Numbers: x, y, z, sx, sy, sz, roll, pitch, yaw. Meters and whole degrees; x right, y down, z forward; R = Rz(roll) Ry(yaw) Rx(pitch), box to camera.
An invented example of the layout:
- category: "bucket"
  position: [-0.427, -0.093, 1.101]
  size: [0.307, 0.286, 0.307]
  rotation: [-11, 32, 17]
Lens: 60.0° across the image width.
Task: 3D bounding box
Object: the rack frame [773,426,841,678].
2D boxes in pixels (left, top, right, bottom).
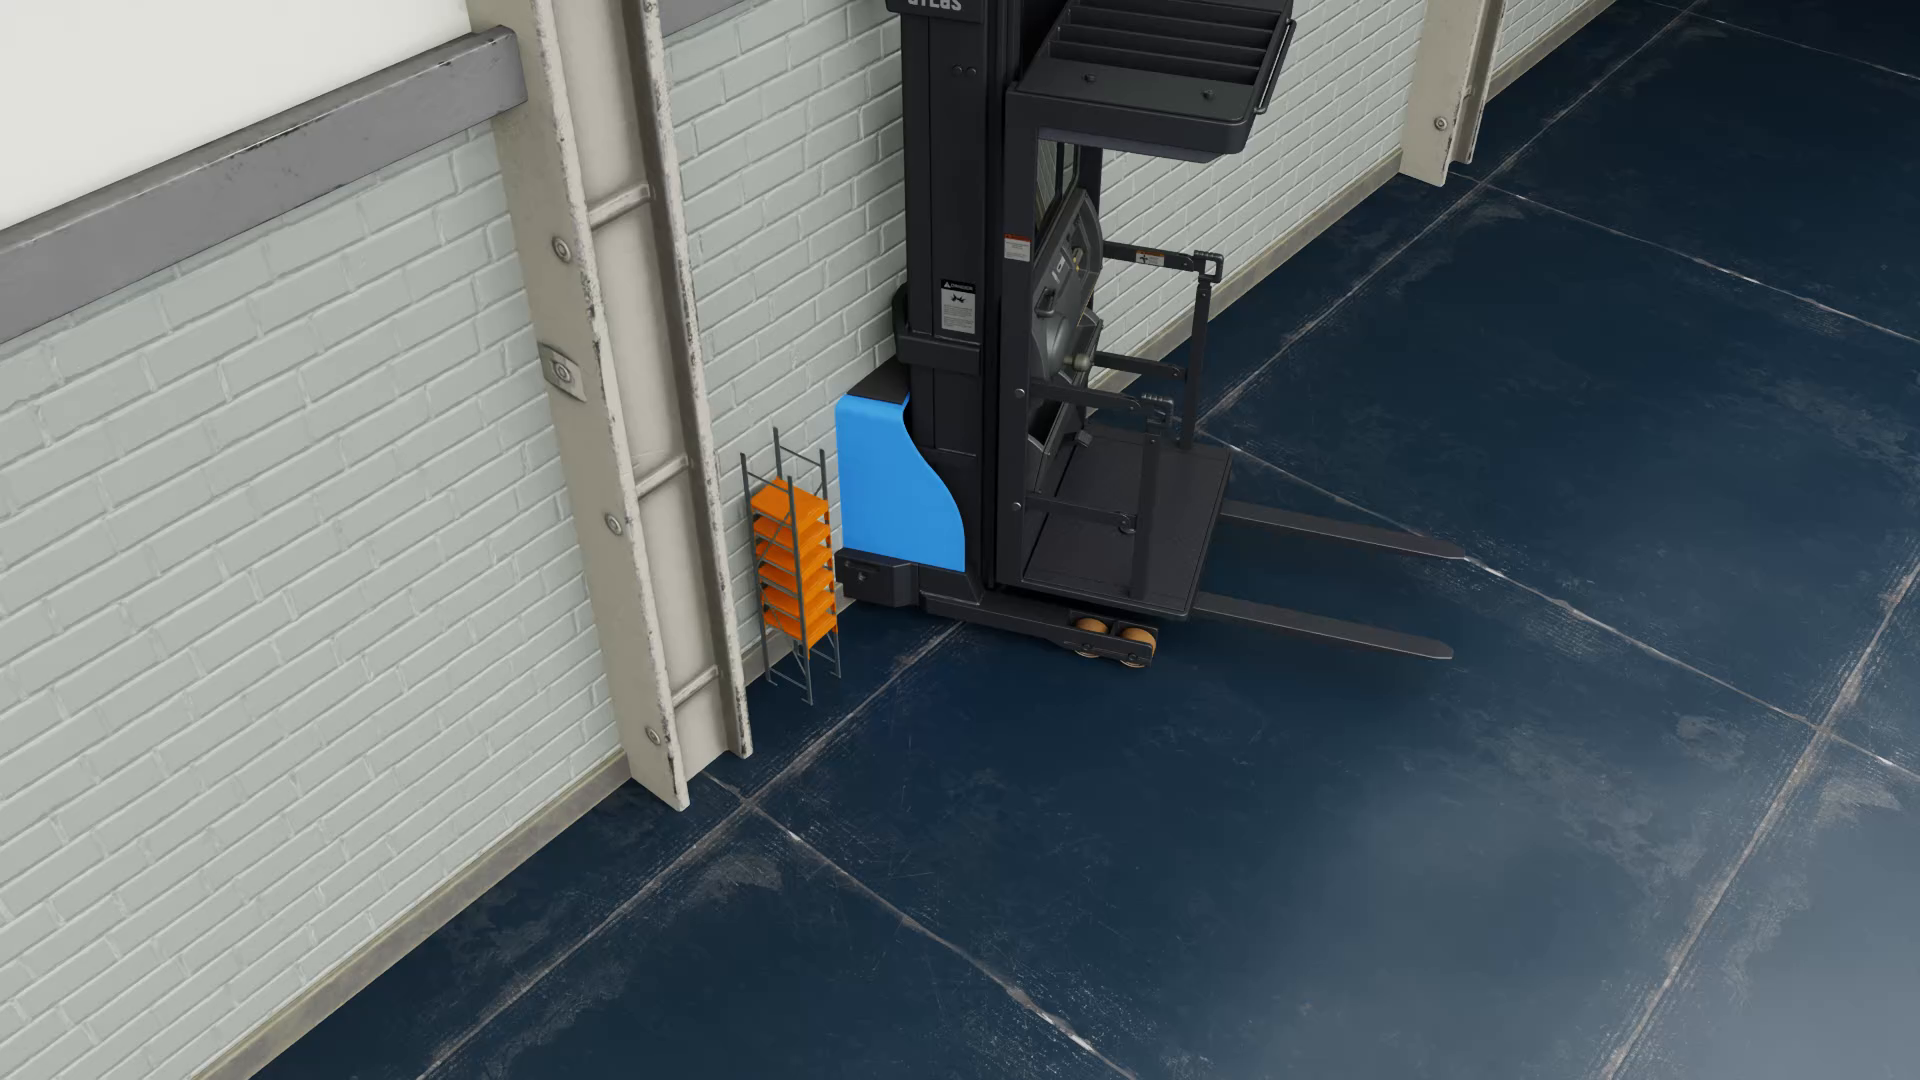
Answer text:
- category: "rack frame"
  position: [-0.588, 0.074, 6.458]
  size: [0.240, 1.200, 0.006]
  rotation: [25, 48, 25]

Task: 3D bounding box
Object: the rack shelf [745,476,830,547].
- category: "rack shelf"
  position: [-0.641, -0.109, 6.191]
  size: [0.258, 0.103, 0.180]
  rotation: [25, 48, 25]

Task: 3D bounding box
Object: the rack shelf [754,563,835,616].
- category: "rack shelf"
  position: [-0.641, 0.158, 6.433]
  size: [0.258, 0.103, 0.180]
  rotation: [25, 48, 25]

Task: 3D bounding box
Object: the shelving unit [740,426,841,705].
- category: "shelving unit"
  position: [-0.641, 0.125, 6.403]
  size: [0.258, 1.200, 0.189]
  rotation: [25, 48, 25]

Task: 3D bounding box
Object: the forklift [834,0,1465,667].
- category: "forklift"
  position: [0.599, -0.961, 6.311]
  size: [3.031, 2.935, 1.130]
  rotation: [12, 44, 12]

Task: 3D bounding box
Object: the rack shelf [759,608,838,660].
- category: "rack shelf"
  position: [-0.641, 0.335, 6.595]
  size: [0.258, 0.103, 0.180]
  rotation: [25, 48, 25]

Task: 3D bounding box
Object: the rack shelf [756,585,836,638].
- category: "rack shelf"
  position: [-0.641, 0.246, 6.514]
  size: [0.258, 0.103, 0.180]
  rotation: [25, 48, 25]

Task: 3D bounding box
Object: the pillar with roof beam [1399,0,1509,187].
- category: "pillar with roof beam"
  position: [6.105, -3.692, 4.804]
  size: [9.100, 9.000, 0.400]
  rotation: [29, 50, 28]

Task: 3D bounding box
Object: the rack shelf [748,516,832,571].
- category: "rack shelf"
  position: [-0.641, -0.020, 6.272]
  size: [0.258, 0.103, 0.180]
  rotation: [25, 48, 25]

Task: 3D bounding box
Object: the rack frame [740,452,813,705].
- category: "rack frame"
  position: [-0.694, 0.175, 6.348]
  size: [0.240, 1.200, 0.006]
  rotation: [25, 48, 25]

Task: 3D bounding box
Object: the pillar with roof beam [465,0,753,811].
- category: "pillar with roof beam"
  position: [2.244, -0.603, 1.406]
  size: [9.100, 9.000, 0.400]
  rotation: [29, 50, 28]

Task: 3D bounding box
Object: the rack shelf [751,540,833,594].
- category: "rack shelf"
  position: [-0.641, 0.069, 6.352]
  size: [0.258, 0.103, 0.180]
  rotation: [25, 48, 25]
